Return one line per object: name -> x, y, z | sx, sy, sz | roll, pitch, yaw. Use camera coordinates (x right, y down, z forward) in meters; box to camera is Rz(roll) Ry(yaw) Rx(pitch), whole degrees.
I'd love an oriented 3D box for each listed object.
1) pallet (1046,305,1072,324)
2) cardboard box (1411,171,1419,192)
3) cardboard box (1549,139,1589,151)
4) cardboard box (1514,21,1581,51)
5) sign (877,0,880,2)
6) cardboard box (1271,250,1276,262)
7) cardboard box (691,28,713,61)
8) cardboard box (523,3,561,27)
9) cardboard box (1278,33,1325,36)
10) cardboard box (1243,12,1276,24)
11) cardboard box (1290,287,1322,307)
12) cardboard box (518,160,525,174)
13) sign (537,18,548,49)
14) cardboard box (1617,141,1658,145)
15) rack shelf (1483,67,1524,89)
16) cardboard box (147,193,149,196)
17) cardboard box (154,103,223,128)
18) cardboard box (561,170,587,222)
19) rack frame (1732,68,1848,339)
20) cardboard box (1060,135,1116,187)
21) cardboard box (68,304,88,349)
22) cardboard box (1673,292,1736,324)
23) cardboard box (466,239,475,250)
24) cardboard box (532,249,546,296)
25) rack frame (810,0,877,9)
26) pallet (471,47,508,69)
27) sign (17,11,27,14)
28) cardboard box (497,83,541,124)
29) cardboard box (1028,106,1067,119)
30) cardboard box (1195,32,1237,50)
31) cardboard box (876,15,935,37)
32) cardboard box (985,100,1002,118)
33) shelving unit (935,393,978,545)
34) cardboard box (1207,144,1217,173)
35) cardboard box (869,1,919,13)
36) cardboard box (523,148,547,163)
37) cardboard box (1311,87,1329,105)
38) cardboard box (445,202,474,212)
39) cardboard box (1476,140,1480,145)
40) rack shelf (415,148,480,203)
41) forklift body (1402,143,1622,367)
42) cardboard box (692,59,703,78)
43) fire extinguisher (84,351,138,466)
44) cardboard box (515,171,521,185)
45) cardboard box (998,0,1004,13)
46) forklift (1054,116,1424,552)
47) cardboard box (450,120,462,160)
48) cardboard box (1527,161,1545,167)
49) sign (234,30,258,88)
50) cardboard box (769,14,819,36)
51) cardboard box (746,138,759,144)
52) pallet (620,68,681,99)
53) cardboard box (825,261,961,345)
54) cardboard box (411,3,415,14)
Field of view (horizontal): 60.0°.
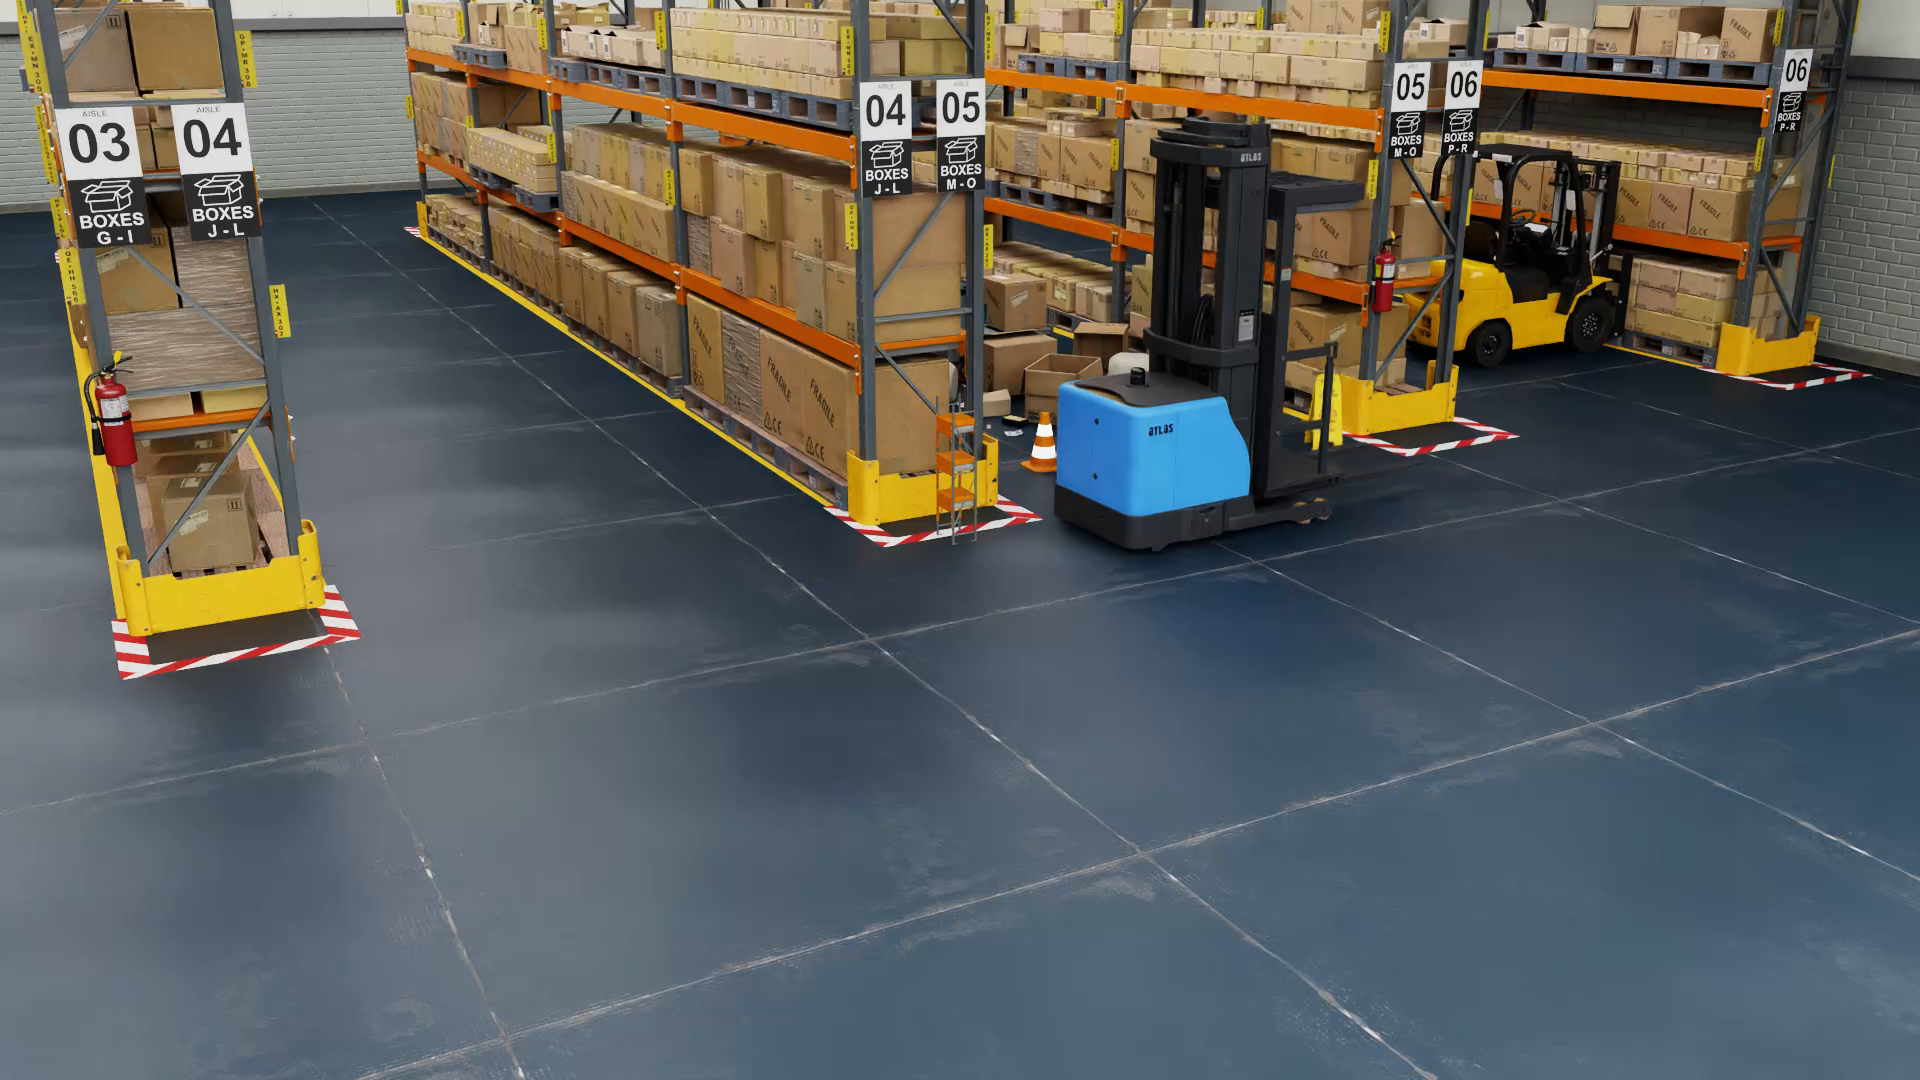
pallet -> 1.165, -2.864, 20.107 | 1.003, 0.211, 1.213 | -10, 21, -27
cardboard box -> 5.773, -4.555, 20.962 | 0.500, 0.250, 0.500 | -10, 21, -27
cardboard box -> 6.888, -4.442, 18.802 | 0.380, 0.149, 0.250 | -10, 22, -28
cardboard box -> 6.667, -5.723, 18.859 | 0.500, 0.311, 0.500 | -9, 21, -26
sign -> -1.206, -7.802, 24.271 | 0.100, 0.325, 0.005 | -10, 21, -27
cardboard box -> 3.186, -2.712, 15.778 | 0.380, 0.149, 0.250 | -10, 21, -26
cardboard box -> -1.962, -4.217, 14.133 | 0.500, 0.250, 0.500 | -10, 21, -27
cardboard box -> -4.766, -6.008, 19.020 | 0.396, 0.266, 0.258 | -10, 21, -27
cardboard box -> 3.282, -4.797, 15.998 | 0.380, 0.149, 0.250 | -10, 21, -26
cardboard box -> 4.163, -7.255, 23.123 | 0.380, 0.149, 0.250 | -9, 21, -25
cardboard box -> 3.176, -2.304, 15.638 | 0.380, 0.149, 0.250 | -9, 21, -25
cardboard box -> -4.979, -4.404, 19.580 | 0.380, 0.149, 0.250 | -9, 21, -25
sign -> -4.567, -5.539, 18.195 | 0.100, 0.325, 0.005 | -10, 21, -27
cardboard box -> 7.576, -4.377, 18.615 | 0.380, 0.149, 0.250 | -9, 21, -25
rack shelf -> 5.536, -6.030, 21.512 | 1.077, 0.370, 4.000 | -10, 21, -27
cardboard box -> -5.671, -2.360, 12.230 | 0.500, 0.500, 0.500 | -10, 21, -27
cardboard box -> -4.630, -2.575, 10.016 | 0.380, 0.149, 0.250 | -10, 21, -27
cardboard box -> -4.113, -3.837, 18.499 | 0.500, 0.500, 0.500 | -10, 21, -26
rack frame -> 8.386, -3.230, 16.892 | 1.000, 3.000, 0.127 | -10, 21, -27
cardboard box -> 1.462, -4.234, 18.549 | 0.500, 0.500, 0.500 | -10, 21, -26
cardboard box -> -8.811, -2.617, 17.730 | 1.225, 0.875, 0.875 | -11, 22, -29
cardboard box -> 7.879, -2.456, 17.455 | 0.500, 0.250, 0.500 | -10, 22, -27
cardboard box -> -6.706, -4.173, 23.352 | 0.380, 0.149, 0.250 | -11, 22, -28
cardboard box -> -4.874, -3.275, 20.213 | 0.500, 0.500, 0.500 | -9, 21, -24
rack frame -> -1.679, -8.740, 23.666 | 1.000, 3.000, 0.127 | -10, 21, -27
pallet -> -5.293, -5.947, 20.457 | 1.213, 0.211, 1.003 | -10, 21, -27
sign -> -10.888, -5.983, 19.359 | 0.100, 0.325, 0.005 | -10, 21, -27
cardboard box -> -5.987, -5.937, 22.595 | 0.500, 0.500, 0.500 | -9, 21, -25
cardboard box -> 1.511, -7.287, 28.425 | 0.500, 0.250, 0.500 | -11, 22, -28
cardboard box -> 2.512, -4.853, 16.161 | 0.380, 0.149, 0.250 | -11, 22, -28
cardboard box -> -0.408, -3.876, 12.534 | 0.380, 0.149, 0.250 | -10, 22, -27
cardboard box -> 0.201, -5.456, 21.657 | 0.500, 0.500, 0.500 | -11, 22, -28
shelving unit -> -0.025, -0.512, 12.004 | 0.215, 1.050, 0.252 | -10, 21, -27
cardboard box -> 2.576, -3.810, 16.433 | 0.700, 0.500, 0.500 | -11, 22, -28
cardboard box -> -0.872, -6.881, 22.078 | 0.500, 0.500, 0.500 | -10, 21, -26
cardboard box -> -4.842, -4.464, 19.298 | 0.380, 0.149, 0.250 | -10, 22, -27
cardboard box -> 3.360, -3.966, 14.813 | 0.380, 0.149, 0.250 | -9, 21, -25
cardboard box -> -7.380, -4.894, 24.530 | 0.380, 0.149, 0.250 | -9, 21, -25
cardboard box -> 6.129, -4.795, 20.282 | 0.380, 0.149, 0.250 | -9, 21, -25
rack shelf -> -6.937, -5.343, 24.119 | 1.077, 0.370, 4.000 | -10, 21, -27
forklift body -> 5.880, -3.090, 17.789 | 2.313, 2.155, 1.214 | -10, 21, -27
cardboard box -> -2.073, -4.054, 14.271 | 0.380, 0.149, 0.250 | -10, 21, -27
fire extinguisher -> -5.054, -0.784, 9.923 | 0.296, 0.674, 0.183 | -10, 21, -27
cardboard box -> -5.081, -4.328, 19.817 | 0.380, 0.149, 0.250 | -10, 22, -27
cardboard box -> 1.002, -9.231, 28.695 | 0.500, 0.250, 0.500 | -10, 21, -27
forklift -> 2.233, -1.639, 12.387 | 3.031, 2.935, 1.130 | -11, 22, -29
cardboard box -> -6.712, -5.541, 22.981 | 0.500, 0.500, 0.500 | -11, 22, -28
cardboard box -> 6.731, -4.373, 19.057 | 0.380, 0.149, 0.250 | -9, 21, -25
sign -> -4.225, -2.840, 9.824 | 0.100, 0.325, 0.005 | -10, 21, -27
cardboard box -> -1.229, -3.921, 12.664 | 0.380, 0.149, 0.250 | -10, 21, -26
cardboard box -> -3.113, -6.628, 26.588 | 0.500, 0.500, 0.500 | -10, 21, -27
pallet -> -2.667, -4.395, 15.965 | 0.805, 0.209, 1.217 | -11, 22, -29
cardboard box -> -0.505, -1.834, 12.619 | 0.875, 0.550, 0.550 | -10, 21, -27
cardboard box -> -7.764, -7.735, 24.204 | 0.380, 0.149, 0.250 | -10, 21, -27
